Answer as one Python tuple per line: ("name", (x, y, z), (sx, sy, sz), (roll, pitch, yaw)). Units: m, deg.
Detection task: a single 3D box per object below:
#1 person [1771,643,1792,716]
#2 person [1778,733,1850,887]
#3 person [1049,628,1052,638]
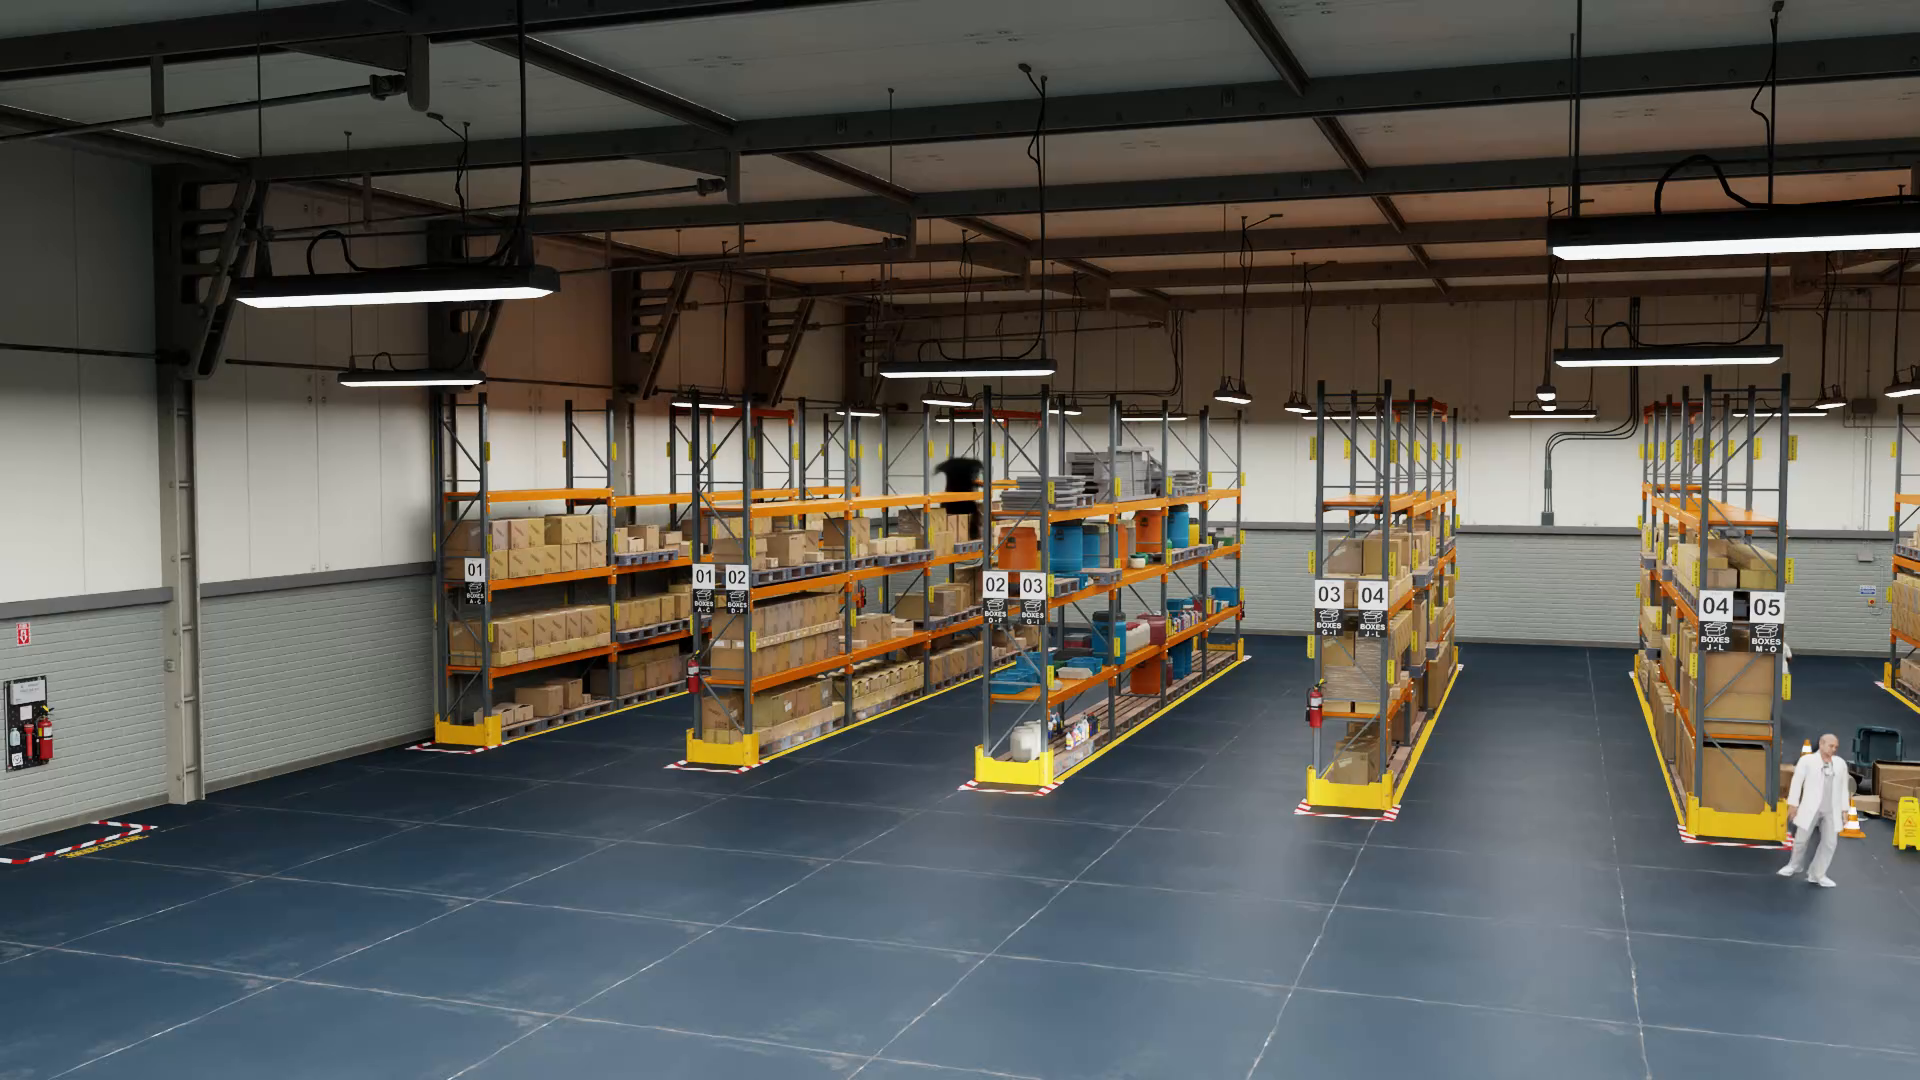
("person", (15.417, 2.503, 31.487), (0.574, 1.623, 0.556), (0, 3, 8))
("person", (9.871, 3.097, 19.207), (0.710, 1.757, 0.522), (0, 3, 5))
("person", (2.208, 1.796, 44.646), (0.558, 1.592, 0.888), (-2, 3, -27))
